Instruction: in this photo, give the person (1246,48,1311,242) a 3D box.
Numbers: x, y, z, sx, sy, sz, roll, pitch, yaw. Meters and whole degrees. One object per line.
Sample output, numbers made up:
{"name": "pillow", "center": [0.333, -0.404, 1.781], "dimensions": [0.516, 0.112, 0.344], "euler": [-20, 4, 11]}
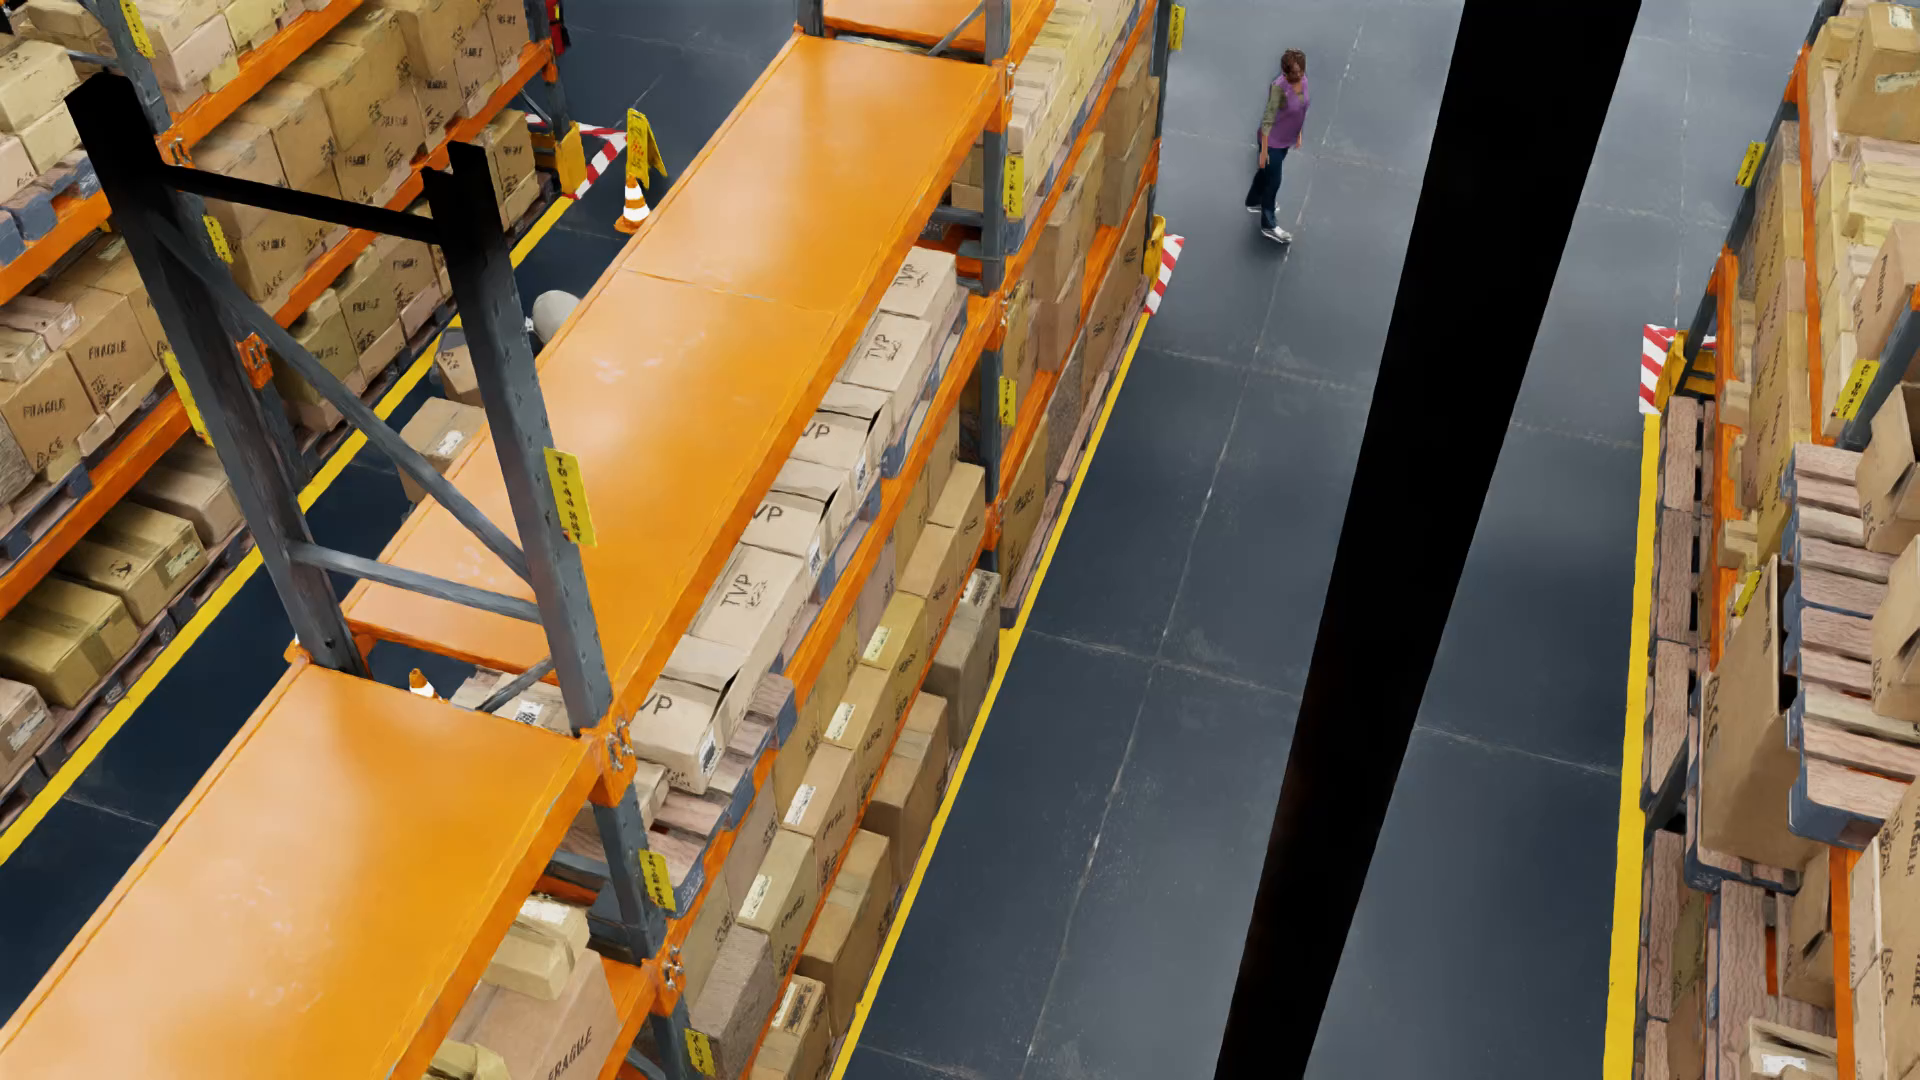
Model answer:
{"name": "person", "center": [2.526, -3.121, 13.060], "dimensions": [0.538, 1.576, 0.540], "euler": [29, 52, 25]}
